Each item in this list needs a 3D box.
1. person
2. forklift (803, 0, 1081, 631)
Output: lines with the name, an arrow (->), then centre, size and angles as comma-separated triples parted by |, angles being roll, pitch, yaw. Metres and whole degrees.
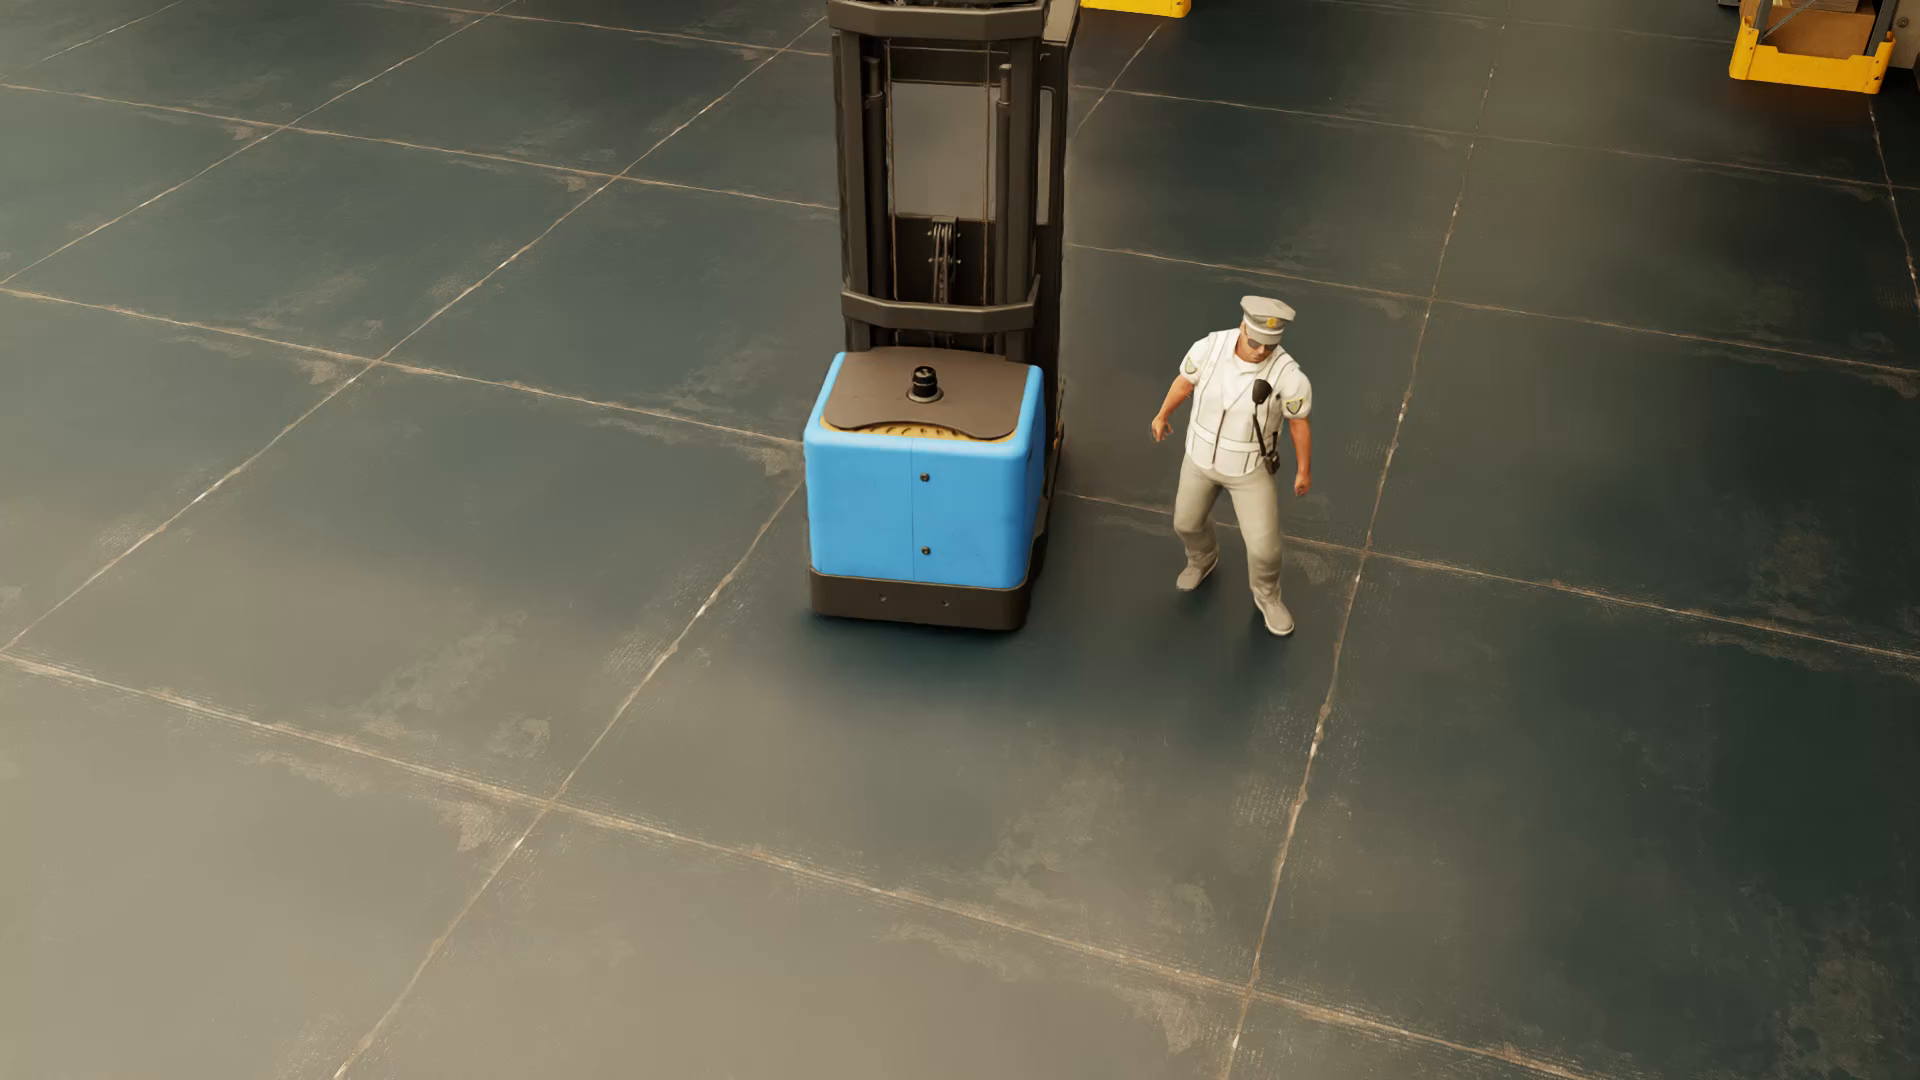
person -> 1.279, -0.401, 7.791 | 0.878, 1.733, 0.461 | 20, 40, 26
forklift -> -0.010, -1.607, 8.377 | 1.130, 2.935, 3.031 | 5, 36, 6
